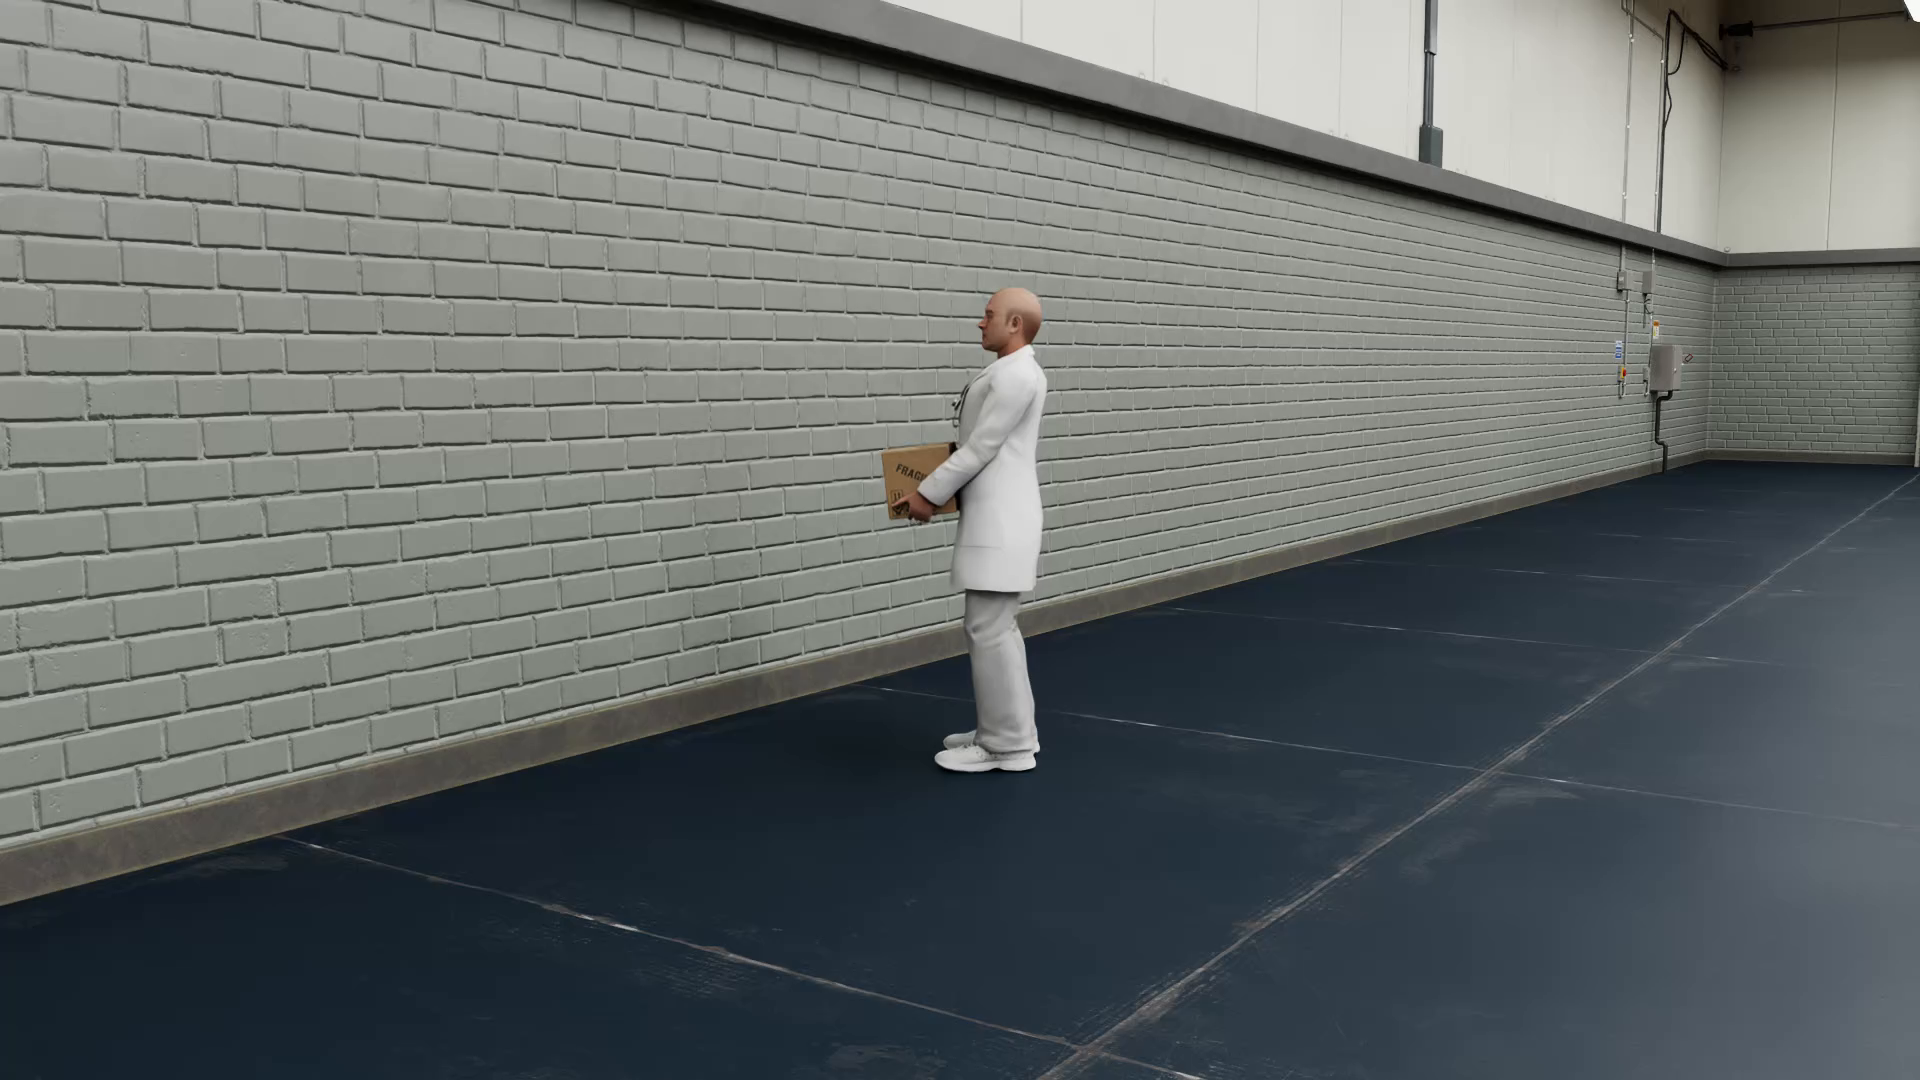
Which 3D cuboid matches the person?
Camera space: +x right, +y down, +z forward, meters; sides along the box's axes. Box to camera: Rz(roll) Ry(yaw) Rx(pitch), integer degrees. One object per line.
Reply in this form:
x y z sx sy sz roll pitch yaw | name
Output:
0.038 -0.044 6.193 0.556 1.775 0.527 1 6 6 | person
